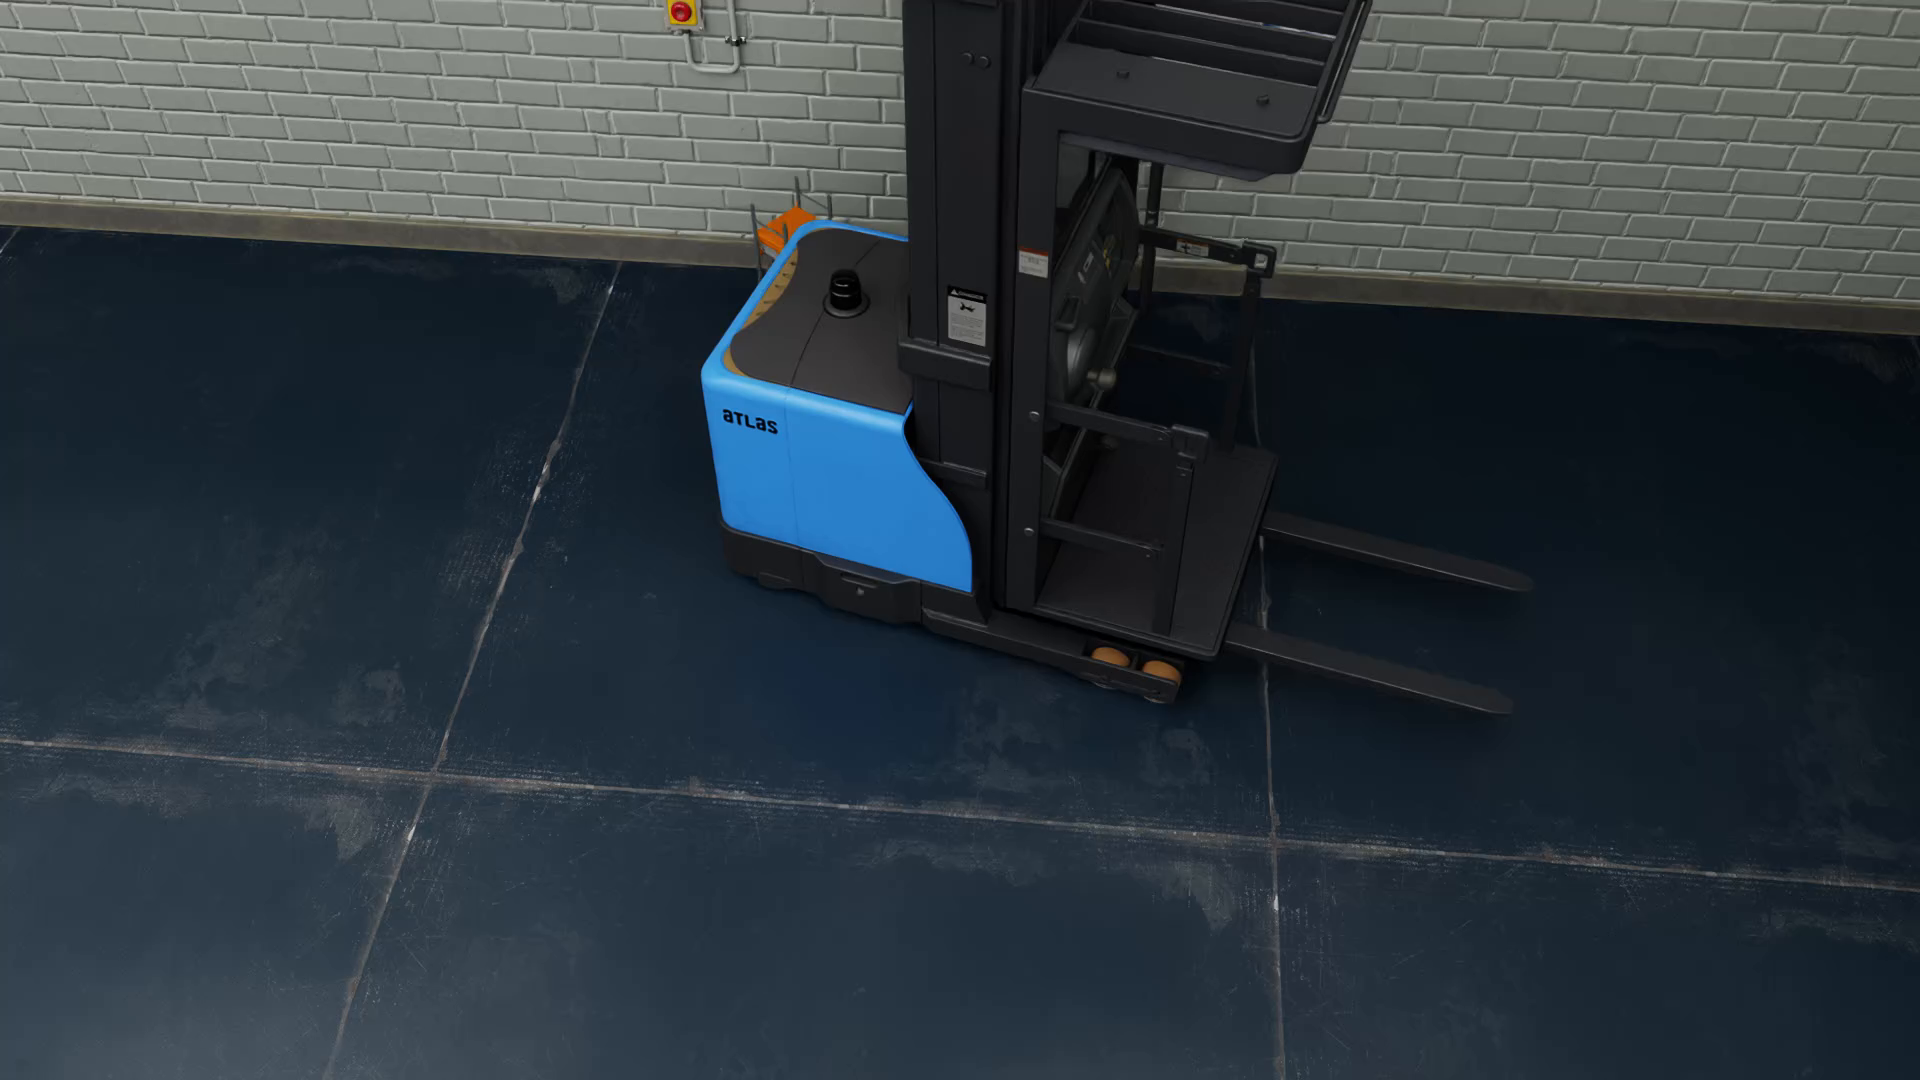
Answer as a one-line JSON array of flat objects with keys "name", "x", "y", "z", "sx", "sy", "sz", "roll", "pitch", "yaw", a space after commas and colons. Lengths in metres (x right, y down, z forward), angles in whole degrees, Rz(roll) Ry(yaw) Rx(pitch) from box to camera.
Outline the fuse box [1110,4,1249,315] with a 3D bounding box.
[{"name": "fuse box", "x": 0.876, "y": -1.617, "z": 7.069, "sx": 0.539, "sy": 1.711, "sz": 0.414, "roll": 4, "pitch": 48, "yaw": 4}]

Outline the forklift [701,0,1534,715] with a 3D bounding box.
[{"name": "forklift", "x": 0.639, "y": -0.827, "z": 5.520, "sx": 3.031, "sy": 2.935, "sz": 1.130, "roll": 15, "pitch": 49, "yaw": 13}]

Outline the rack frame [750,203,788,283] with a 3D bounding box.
[{"name": "rack frame", "x": -0.748, "y": -0.918, "z": 6.878, "sx": 0.200, "sy": 1.050, "sz": 0.008, "roll": 33, "pitch": 56, "yaw": 27}]

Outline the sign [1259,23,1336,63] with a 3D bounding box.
[{"name": "sign", "x": 1.386, "y": -2.138, "z": 6.737, "sx": 0.329, "sy": 0.494, "sz": 0.001, "roll": 4, "pitch": 48, "yaw": 4}]

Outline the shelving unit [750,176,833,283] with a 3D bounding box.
[{"name": "shelving unit", "x": -0.667, "y": -0.986, "z": 6.940, "sx": 0.215, "sy": 1.050, "sz": 0.252, "roll": 33, "pitch": 56, "yaw": 27}]

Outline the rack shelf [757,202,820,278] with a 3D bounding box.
[{"name": "rack shelf", "x": -0.667, "y": -1.170, "z": 6.738, "sx": 0.215, "sy": 0.259, "sz": 0.240, "roll": 33, "pitch": 56, "yaw": 27}]

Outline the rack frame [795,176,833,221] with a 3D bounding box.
[{"name": "rack frame", "x": -0.586, "y": -1.053, "z": 7.001, "sx": 0.200, "sy": 1.050, "sz": 0.008, "roll": 33, "pitch": 56, "yaw": 27}]

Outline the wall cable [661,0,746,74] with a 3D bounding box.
[{"name": "wall cable", "x": -1.203, "y": -2.653, "z": 6.434, "sx": 0.585, "sy": 1.953, "sz": 0.123, "roll": 4, "pitch": 48, "yaw": 4}]
